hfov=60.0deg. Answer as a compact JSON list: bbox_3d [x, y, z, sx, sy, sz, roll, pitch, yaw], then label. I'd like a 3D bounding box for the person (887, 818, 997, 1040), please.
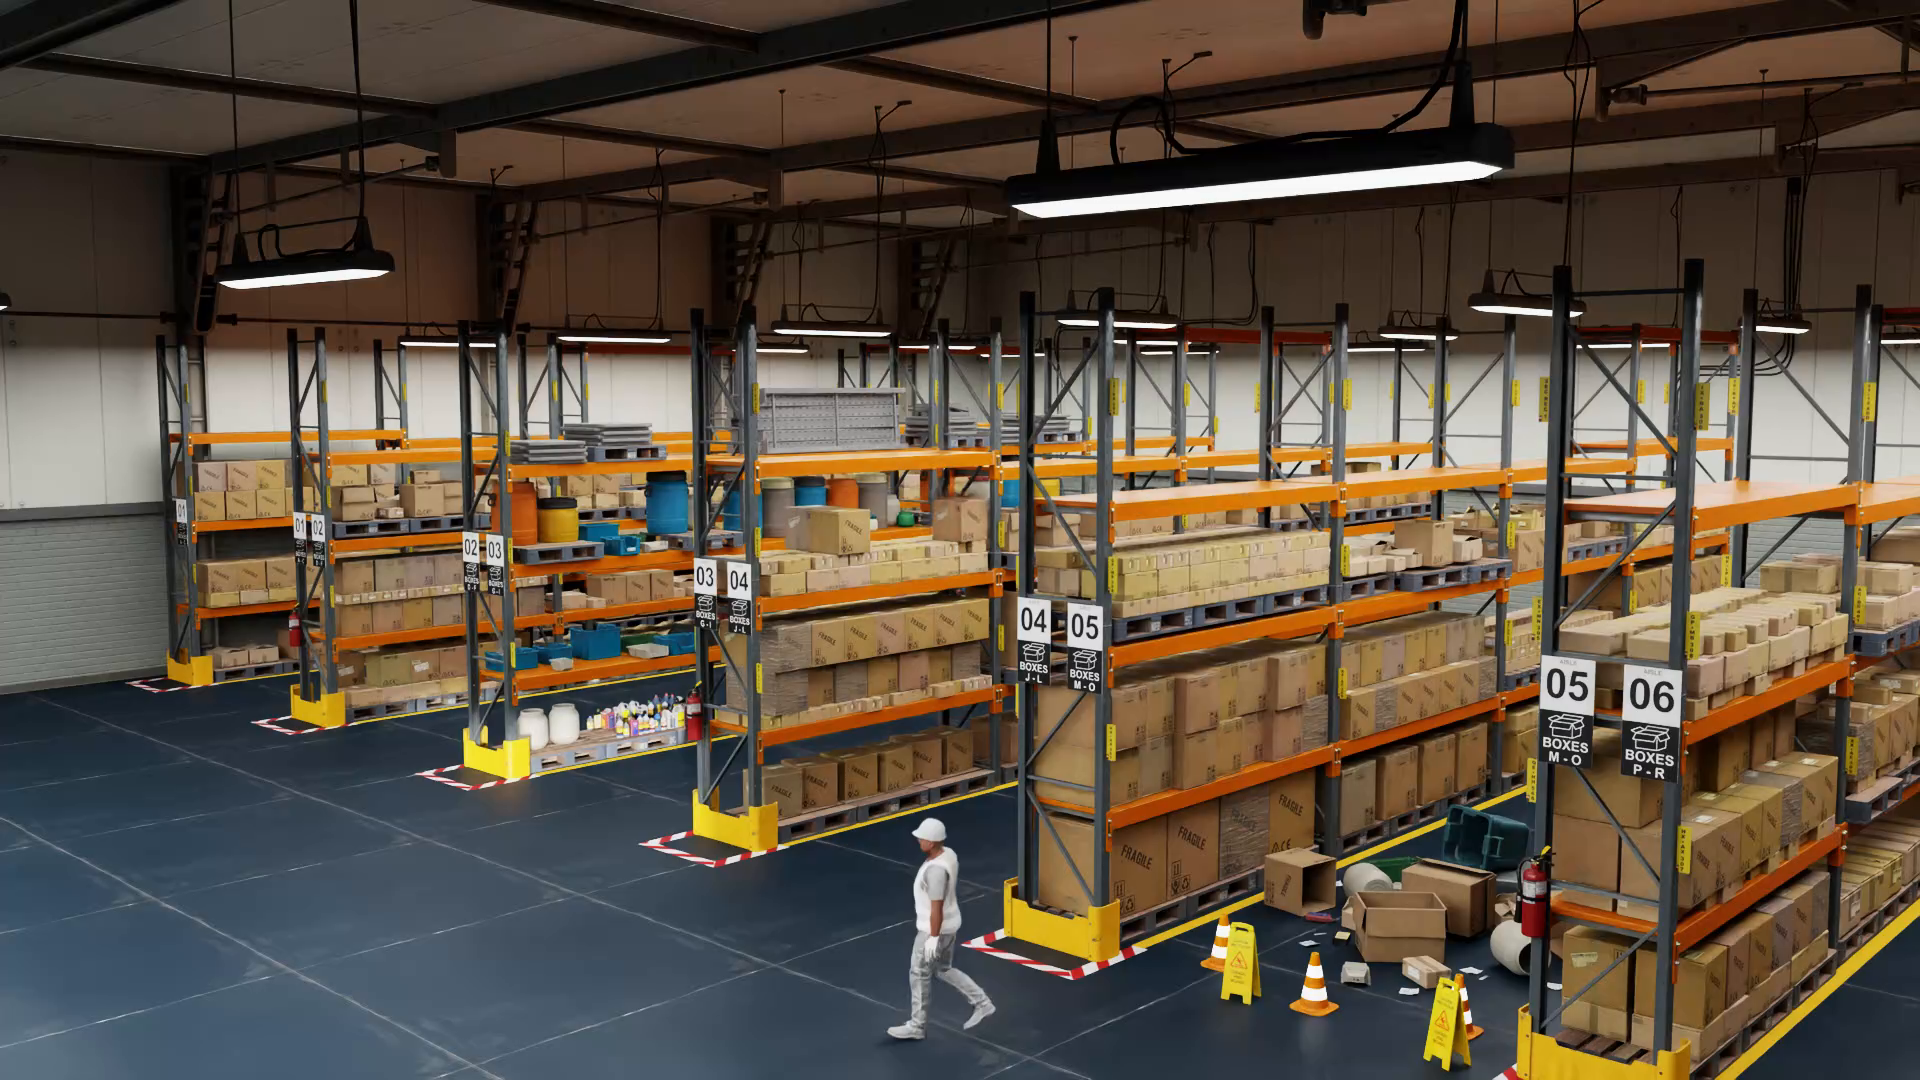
[{"bbox_3d":[-0.139,3.061,13.106,0.840,1.769,0.650,1,6,13],"label":"person"}]

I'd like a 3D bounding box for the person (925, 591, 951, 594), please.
[{"bbox_3d":[-0.426,1.382,31.633,0.726,1.632,0.630,-4,7,-38],"label":"person"}]
